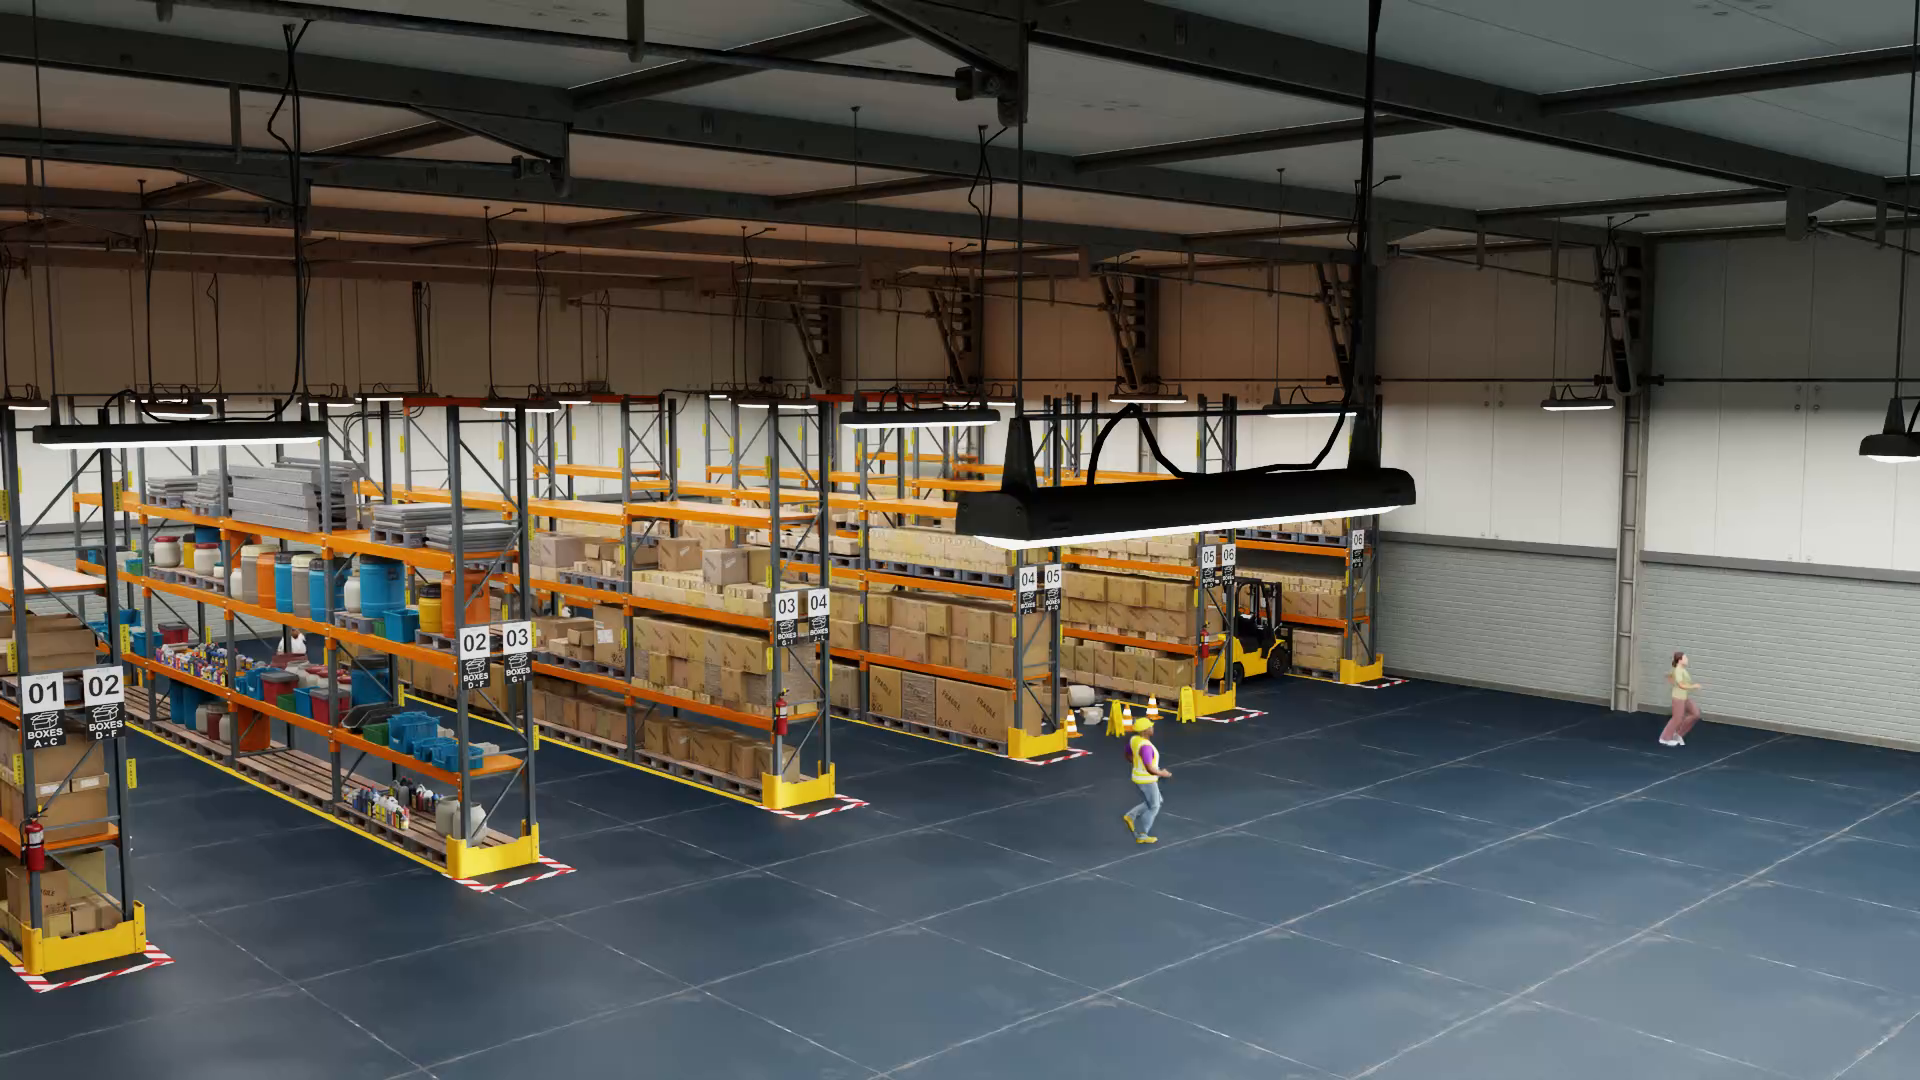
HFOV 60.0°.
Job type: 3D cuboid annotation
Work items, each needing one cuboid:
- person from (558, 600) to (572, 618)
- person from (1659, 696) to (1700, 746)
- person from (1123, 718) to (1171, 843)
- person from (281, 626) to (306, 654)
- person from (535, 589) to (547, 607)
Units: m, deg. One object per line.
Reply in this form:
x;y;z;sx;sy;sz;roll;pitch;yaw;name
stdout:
-8.613;2.002;36.198;0.610;1.539;0.516;-5;8;-44;person
12.392;3.064;28.636;0.625;0.987;0.350;3;6;32;person
2.555;3.279;22.742;0.587;1.723;0.747;-1;6;-10;person
-12.669;2.406;31.547;0.950;1.767;0.426;4;7;38;person
-10.294;1.350;40.935;0.346;0.580;0.562;-1;6;-12;person
